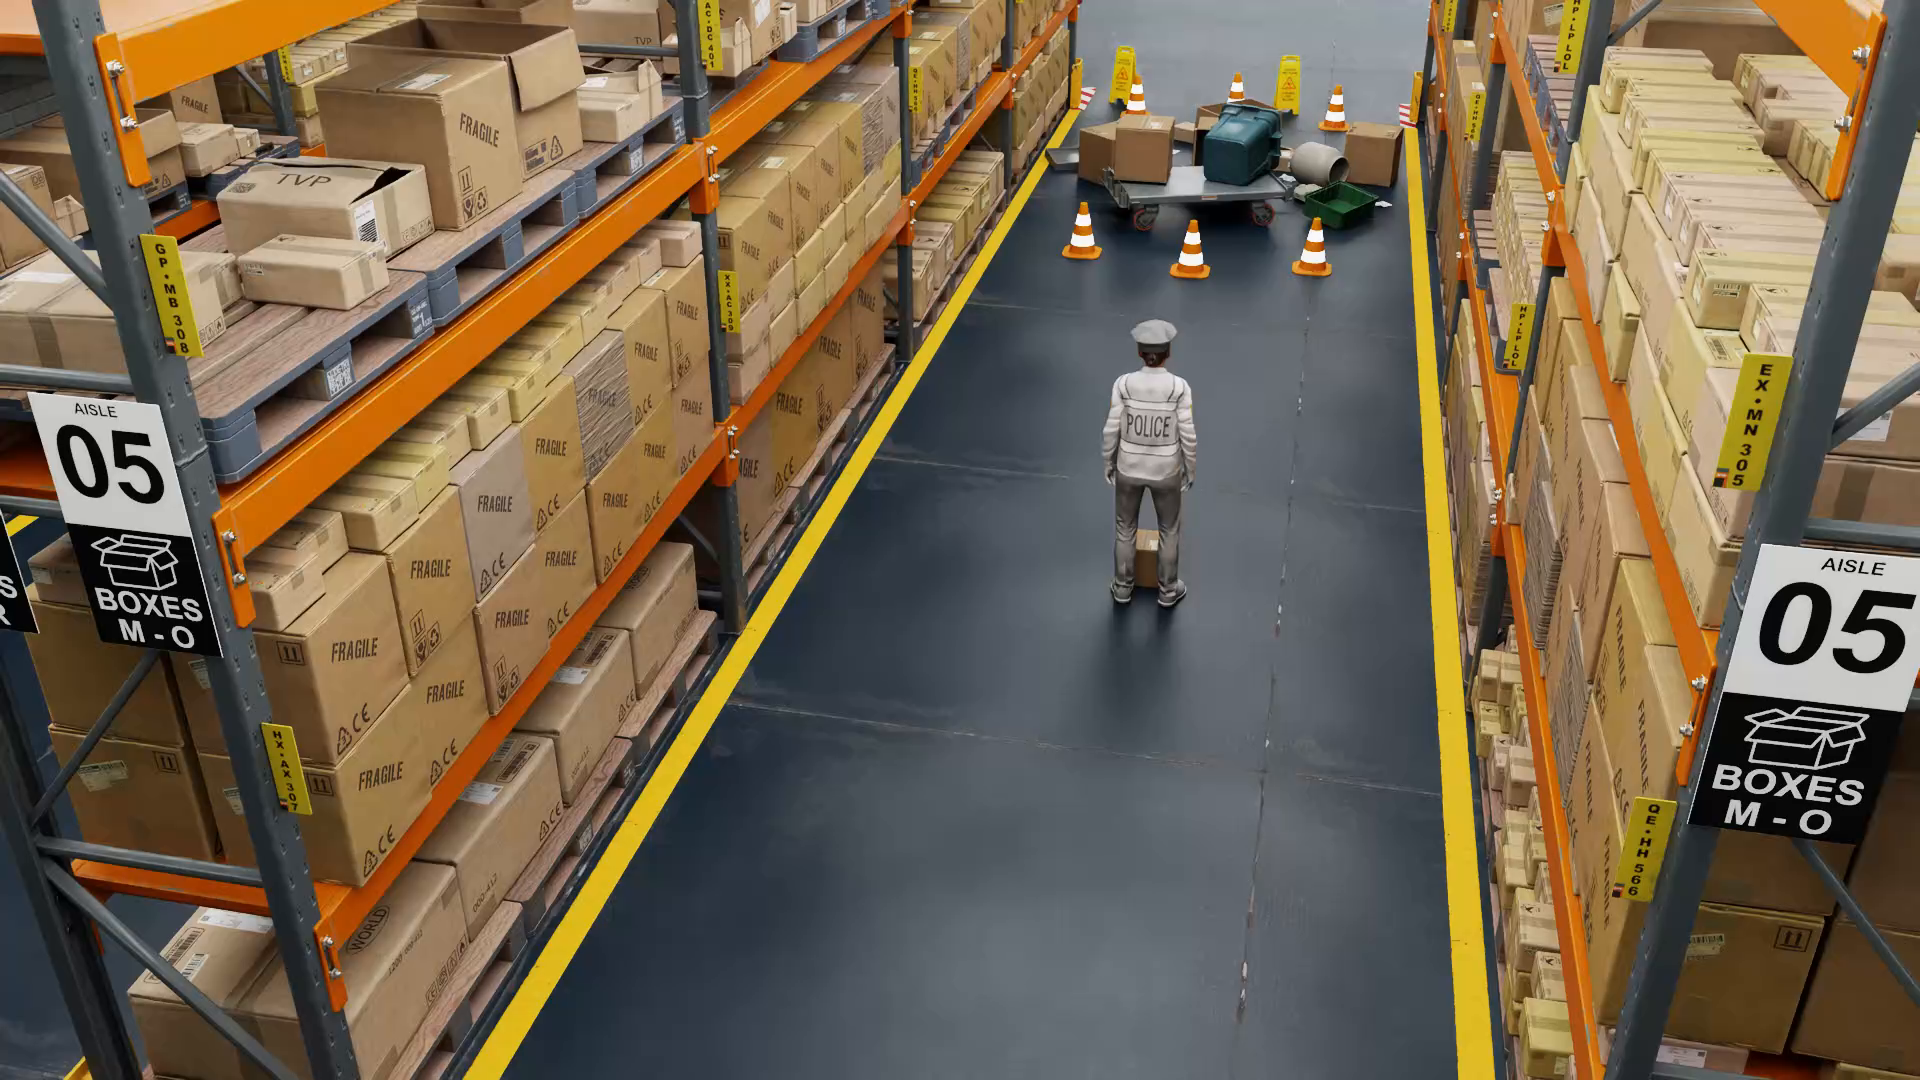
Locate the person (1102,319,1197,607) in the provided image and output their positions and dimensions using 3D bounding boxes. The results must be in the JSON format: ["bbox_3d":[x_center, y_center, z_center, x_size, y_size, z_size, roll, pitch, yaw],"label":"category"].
[{"bbox_3d":[1.058,-0.395,9.321,0.530,1.663,0.371,6,30,11],"label":"person"}]
